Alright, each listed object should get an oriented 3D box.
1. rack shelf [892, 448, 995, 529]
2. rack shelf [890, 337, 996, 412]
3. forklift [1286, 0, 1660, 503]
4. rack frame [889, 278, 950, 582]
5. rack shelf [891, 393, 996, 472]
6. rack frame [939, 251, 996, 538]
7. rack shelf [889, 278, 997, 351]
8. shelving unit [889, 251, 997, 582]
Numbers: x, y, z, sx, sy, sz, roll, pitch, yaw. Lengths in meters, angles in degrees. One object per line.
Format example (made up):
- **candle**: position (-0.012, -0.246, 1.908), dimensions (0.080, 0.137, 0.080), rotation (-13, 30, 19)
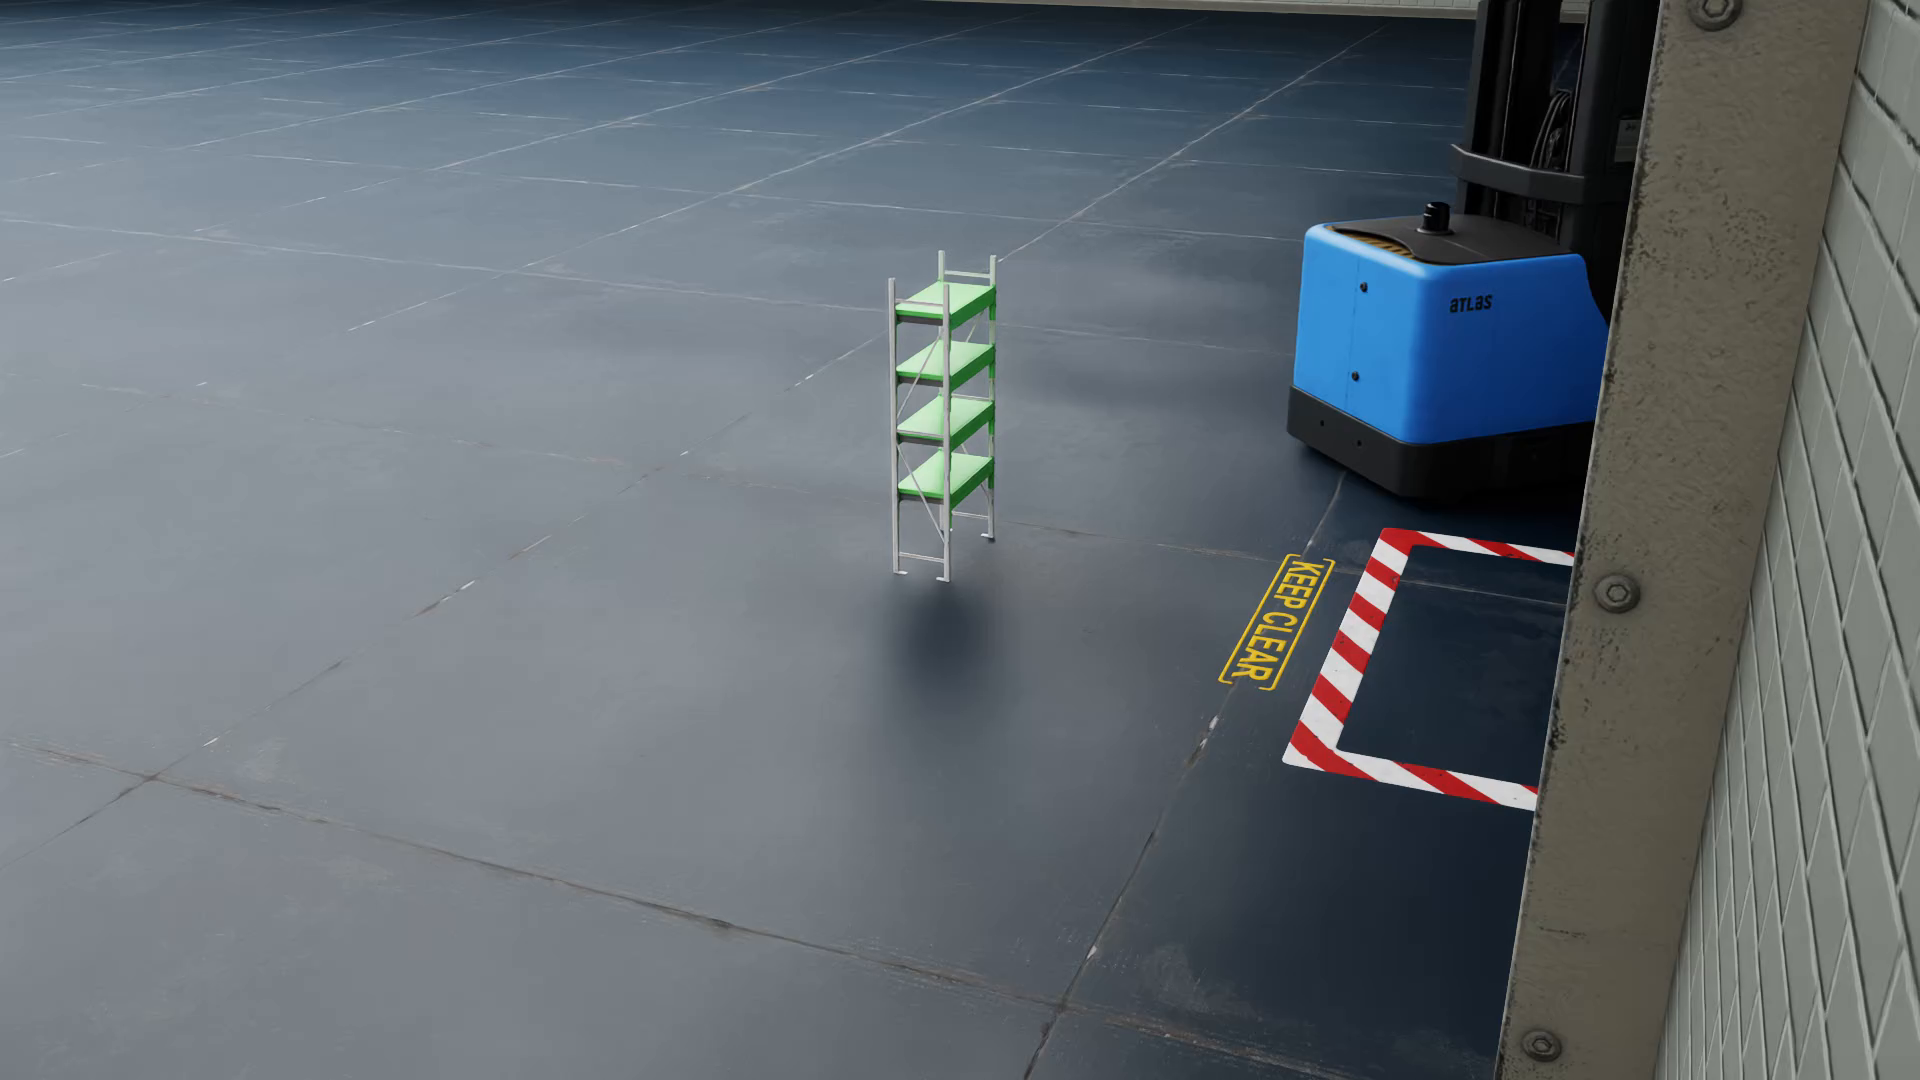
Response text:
- **rack shelf**: position (-0.061, -0.214, 6.730), dimensions (0.258, 0.148, 0.480), rotation (9, 24, 20)
- **rack shelf**: position (-0.061, -0.657, 6.545), dimensions (0.258, 0.148, 0.480), rotation (9, 24, 20)
- **forklift**: position (3.151, -1.859, 7.633), dimensions (3.031, 2.935, 1.130), rotation (-9, 24, -20)
- **rack frame**: position (-0.152, -0.407, 6.403), dimensions (0.240, 1.200, 0.015), rotation (9, 24, 20)
- **rack shelf**: position (-0.061, -0.435, 6.637), dimensions (0.258, 0.148, 0.480), rotation (9, 24, 20)
- **rack frame**: position (0.029, -0.582, 6.821), dimensions (0.240, 1.200, 0.015), rotation (9, 24, 20)
- **rack shelf**: position (-0.061, -0.878, 6.452), dimensions (0.258, 0.148, 0.480), rotation (9, 24, 20)
- **shelving unit**: position (-0.061, -0.494, 6.612), dimensions (0.258, 1.200, 0.503), rotation (9, 24, 20)
